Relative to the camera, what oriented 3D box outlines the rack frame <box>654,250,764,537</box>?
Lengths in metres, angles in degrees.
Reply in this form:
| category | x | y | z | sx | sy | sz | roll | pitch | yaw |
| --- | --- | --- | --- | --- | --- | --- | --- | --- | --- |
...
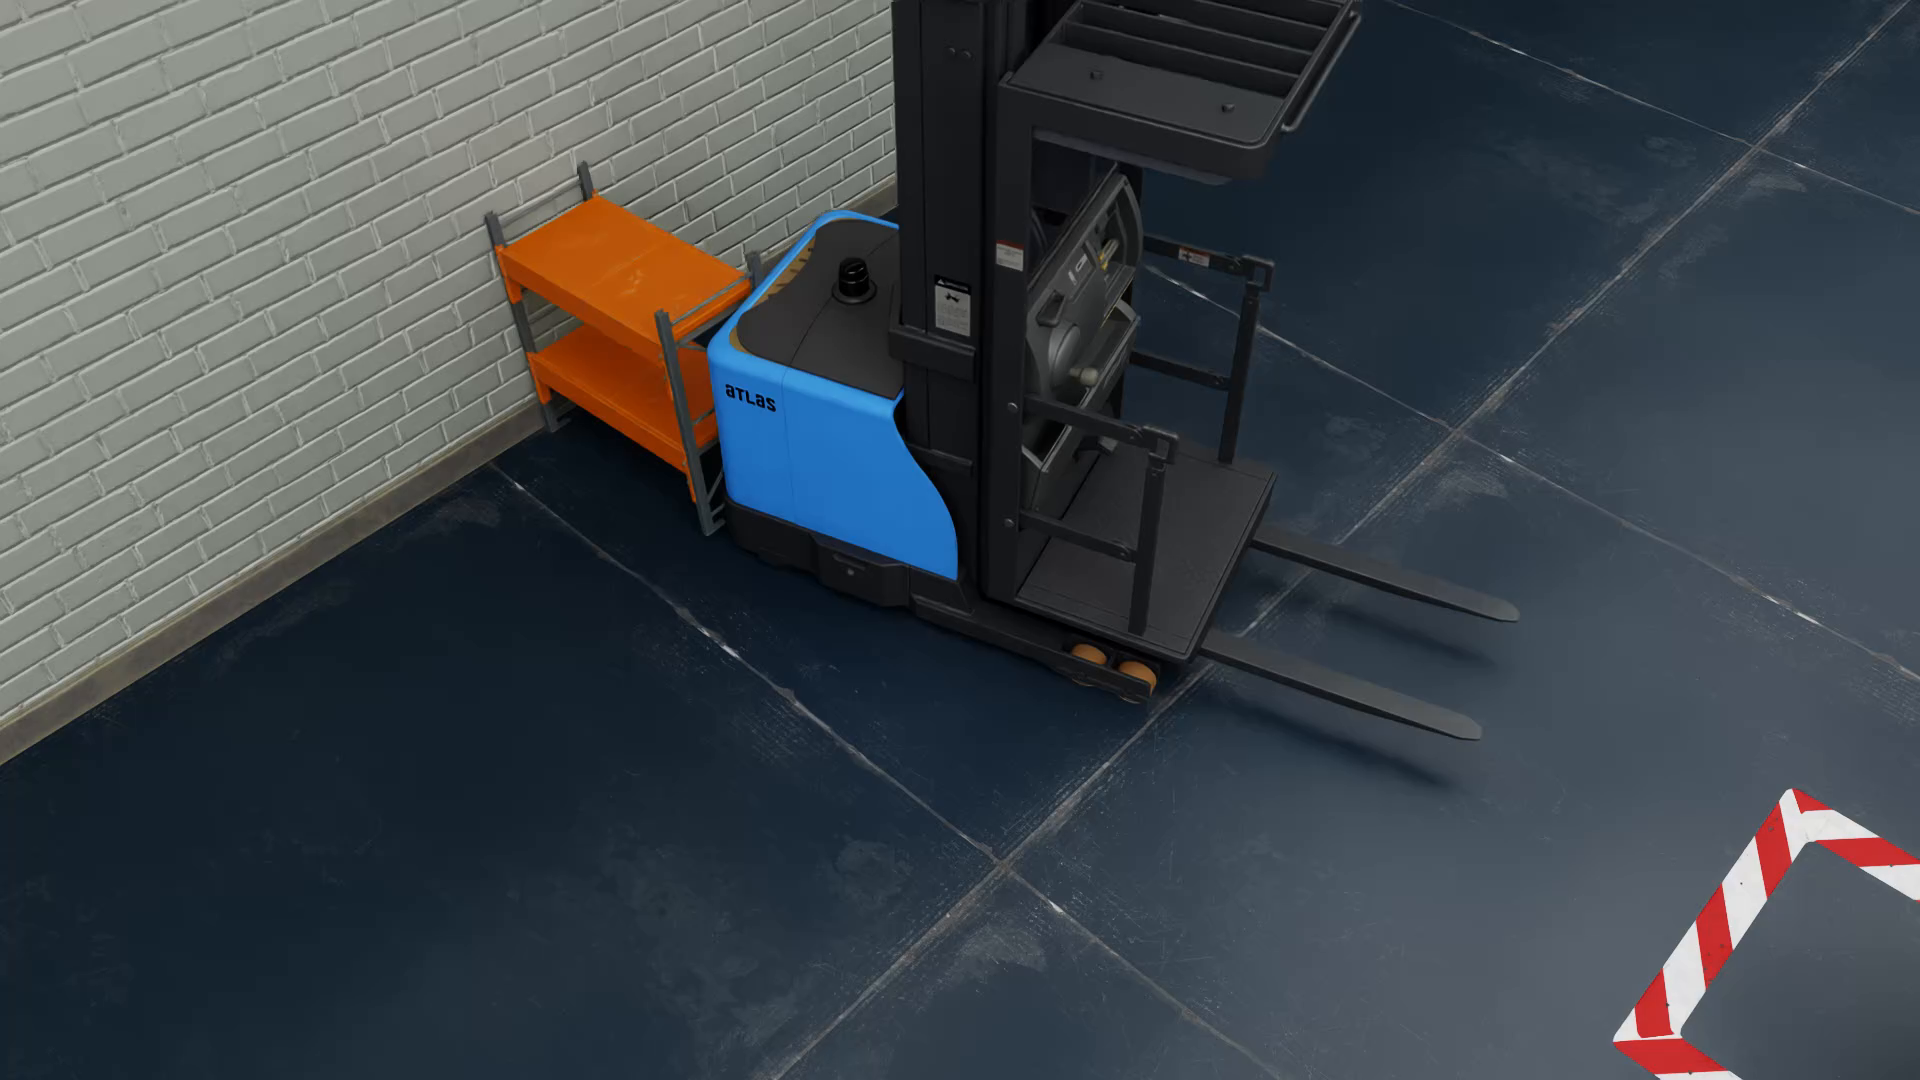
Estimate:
| category | x | y | z | sx | sy | sz | roll | pitch | yaw |
| --- | --- | --- | --- | --- | --- | --- | --- | --- | --- |
| rack frame | -0.904 | -0.554 | 6.525 | 0.032 | 1.125 | 0.500 | 31 | 55 | 30 |

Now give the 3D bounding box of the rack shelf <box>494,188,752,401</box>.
| category | x | y | z | sx | sy | sz | roll | pitch | yaw |
| --- | --- | --- | --- | --- | --- | --- | --- | --- | --- |
| rack shelf | -1.297 | -0.986 | 6.569 | 1.000 | 0.278 | 0.538 | 31 | 55 | 30 |

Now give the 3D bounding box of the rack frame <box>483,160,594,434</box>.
| category | x | y | z | sx | sy | sz | roll | pitch | yaw |
| --- | --- | --- | --- | --- | --- | --- | --- | --- | --- |
| rack frame | -1.663 | -1.007 | 7.027 | 0.032 | 1.125 | 0.500 | 31 | 55 | 30 |

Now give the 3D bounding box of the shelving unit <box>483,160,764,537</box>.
| category | x | y | z | sx | sy | sz | roll | pitch | yaw |
| --- | --- | --- | --- | --- | --- | --- | --- | --- | --- |
| shelving unit | -1.283 | -0.780 | 6.776 | 1.048 | 1.125 | 0.538 | 31 | 55 | 30 |

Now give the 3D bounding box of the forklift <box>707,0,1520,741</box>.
| category | x | y | z | sx | sy | sz | roll | pitch | yaw |
| --- | --- | --- | --- | --- | --- | --- | --- | --- | --- |
| forklift | 0.613 | -0.832 | 5.629 | 3.031 | 2.935 | 1.130 | 19 | 50 | 17 |

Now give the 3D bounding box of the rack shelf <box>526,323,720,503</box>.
| category | x | y | z | sx | sy | sz | roll | pitch | yaw |
| --- | --- | --- | --- | --- | --- | --- | --- | --- | --- |
| rack shelf | -1.271 | -0.608 | 6.949 | 1.000 | 0.278 | 0.538 | 31 | 55 | 30 |
